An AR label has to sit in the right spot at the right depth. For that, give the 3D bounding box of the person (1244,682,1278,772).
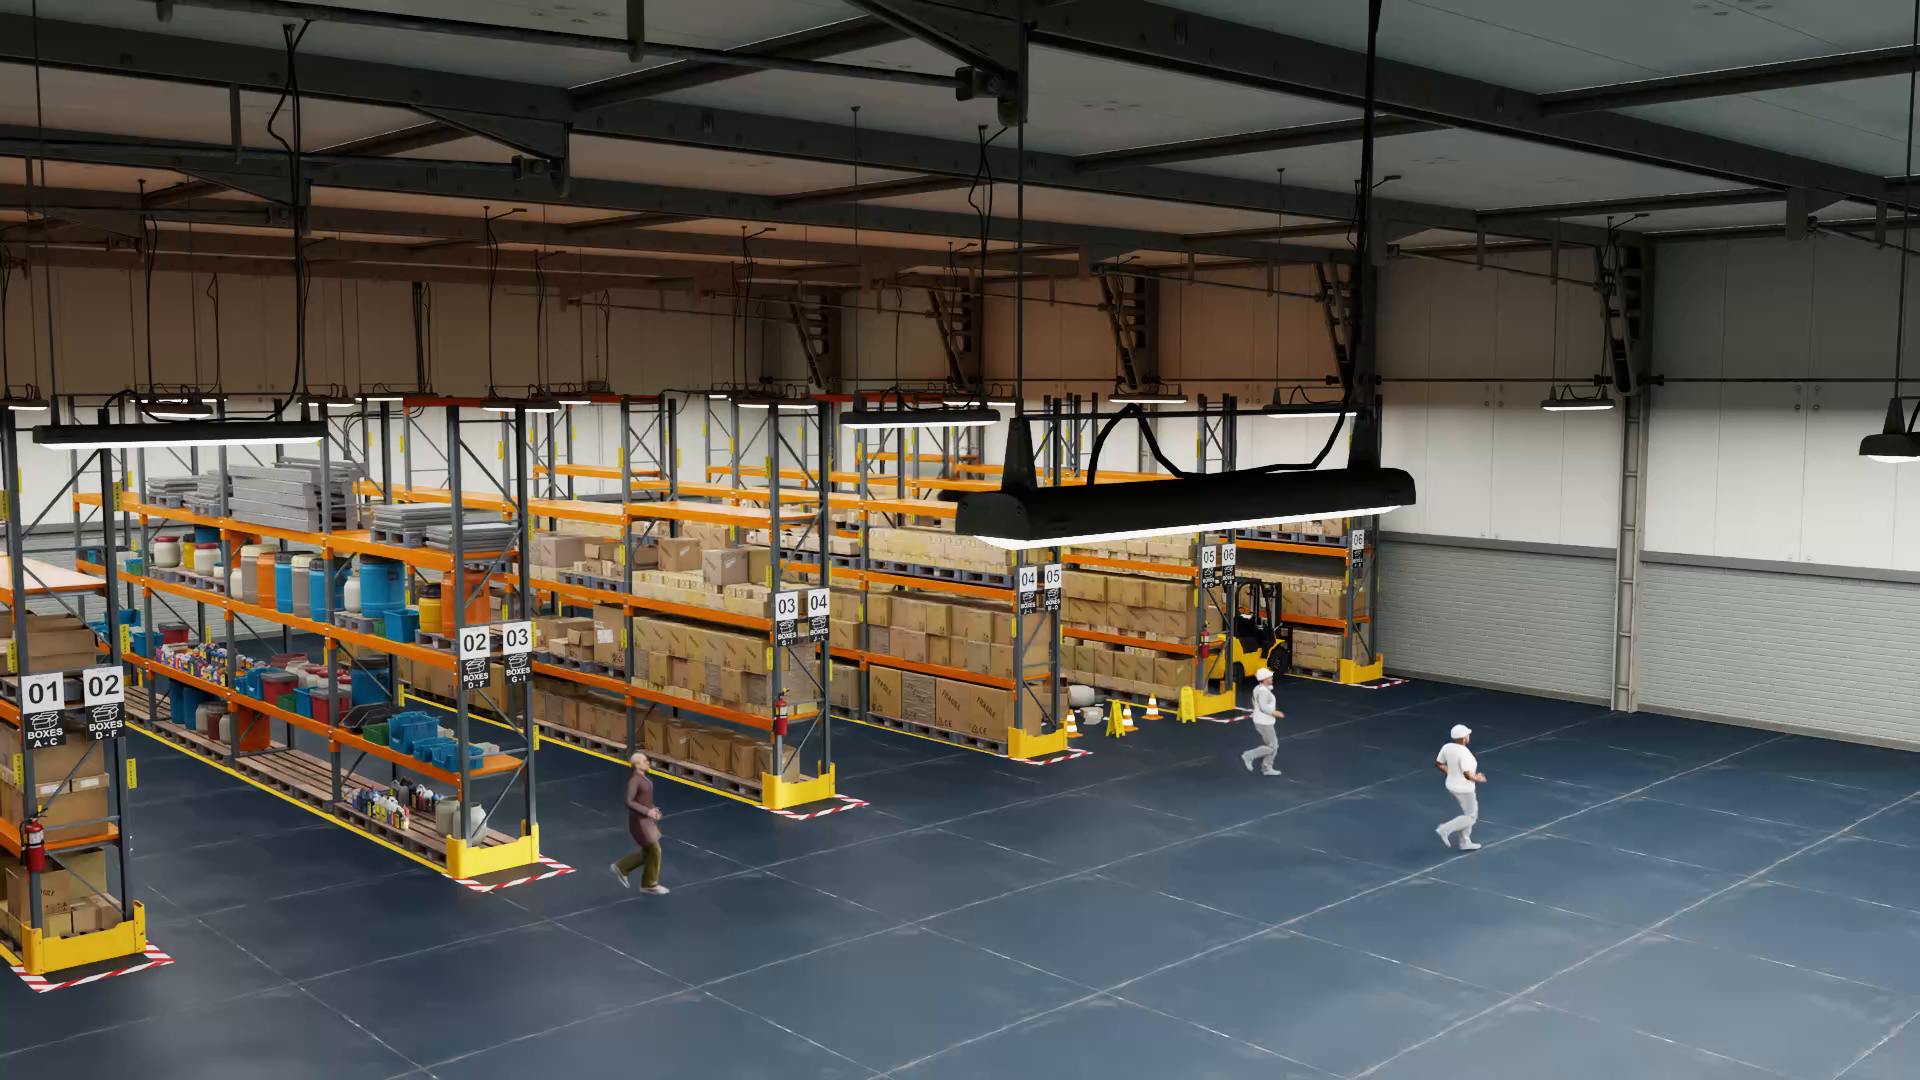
[{"bbox_3d":[4.818,2.987,26.565,0.556,1.455,0.447,0,6,2],"label":"person"}]

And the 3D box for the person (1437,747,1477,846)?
[{"bbox_3d":[6.666,3.433,22.277,0.615,1.375,0.680,-1,6,-14],"label":"person"}]

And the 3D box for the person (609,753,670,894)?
[{"bbox_3d":[-3.961,3.500,20.487,0.735,1.771,0.762,0,6,-2],"label":"person"}]
